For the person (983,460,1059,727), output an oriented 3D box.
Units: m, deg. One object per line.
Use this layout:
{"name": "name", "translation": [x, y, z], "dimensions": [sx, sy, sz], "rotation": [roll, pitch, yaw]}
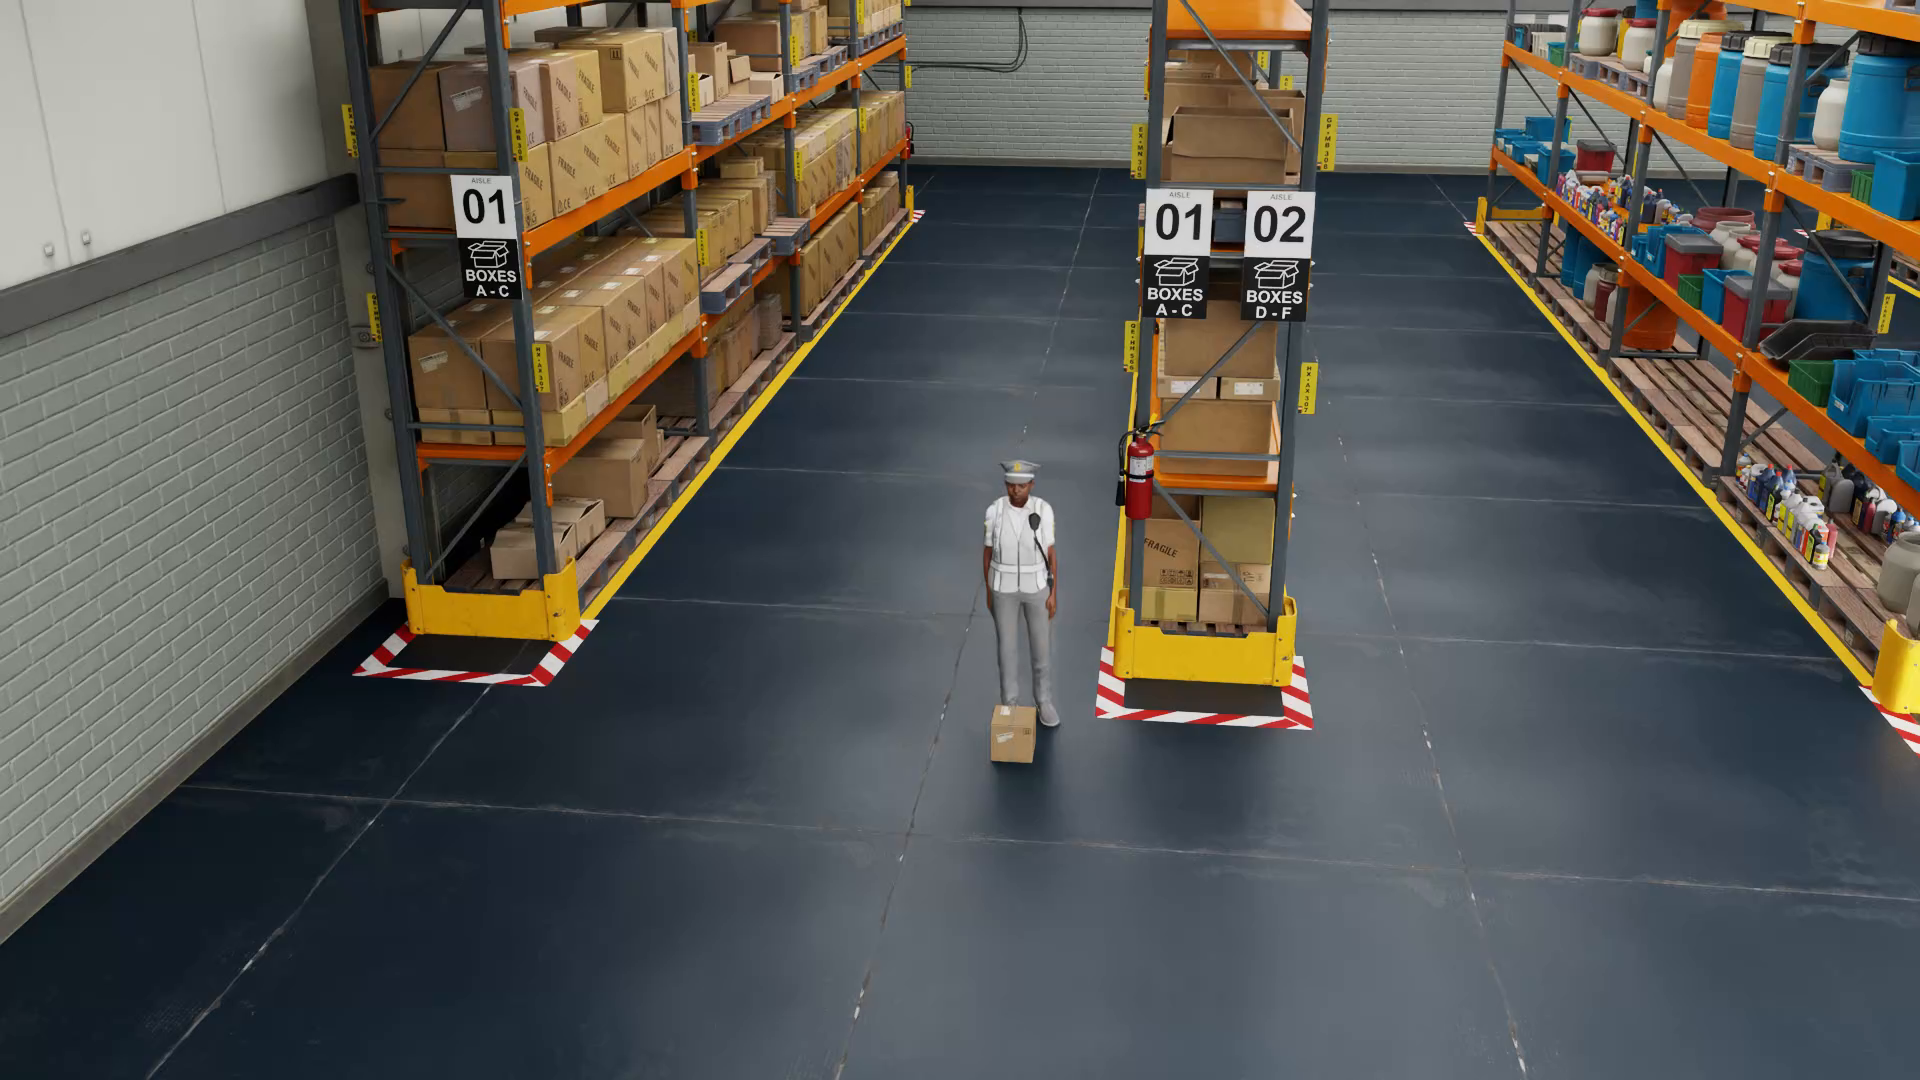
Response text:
{"name": "person", "translation": [0.385, 0.318, 10.202], "dimensions": [0.493, 1.709, 0.350], "rotation": [2, 21, 6]}
